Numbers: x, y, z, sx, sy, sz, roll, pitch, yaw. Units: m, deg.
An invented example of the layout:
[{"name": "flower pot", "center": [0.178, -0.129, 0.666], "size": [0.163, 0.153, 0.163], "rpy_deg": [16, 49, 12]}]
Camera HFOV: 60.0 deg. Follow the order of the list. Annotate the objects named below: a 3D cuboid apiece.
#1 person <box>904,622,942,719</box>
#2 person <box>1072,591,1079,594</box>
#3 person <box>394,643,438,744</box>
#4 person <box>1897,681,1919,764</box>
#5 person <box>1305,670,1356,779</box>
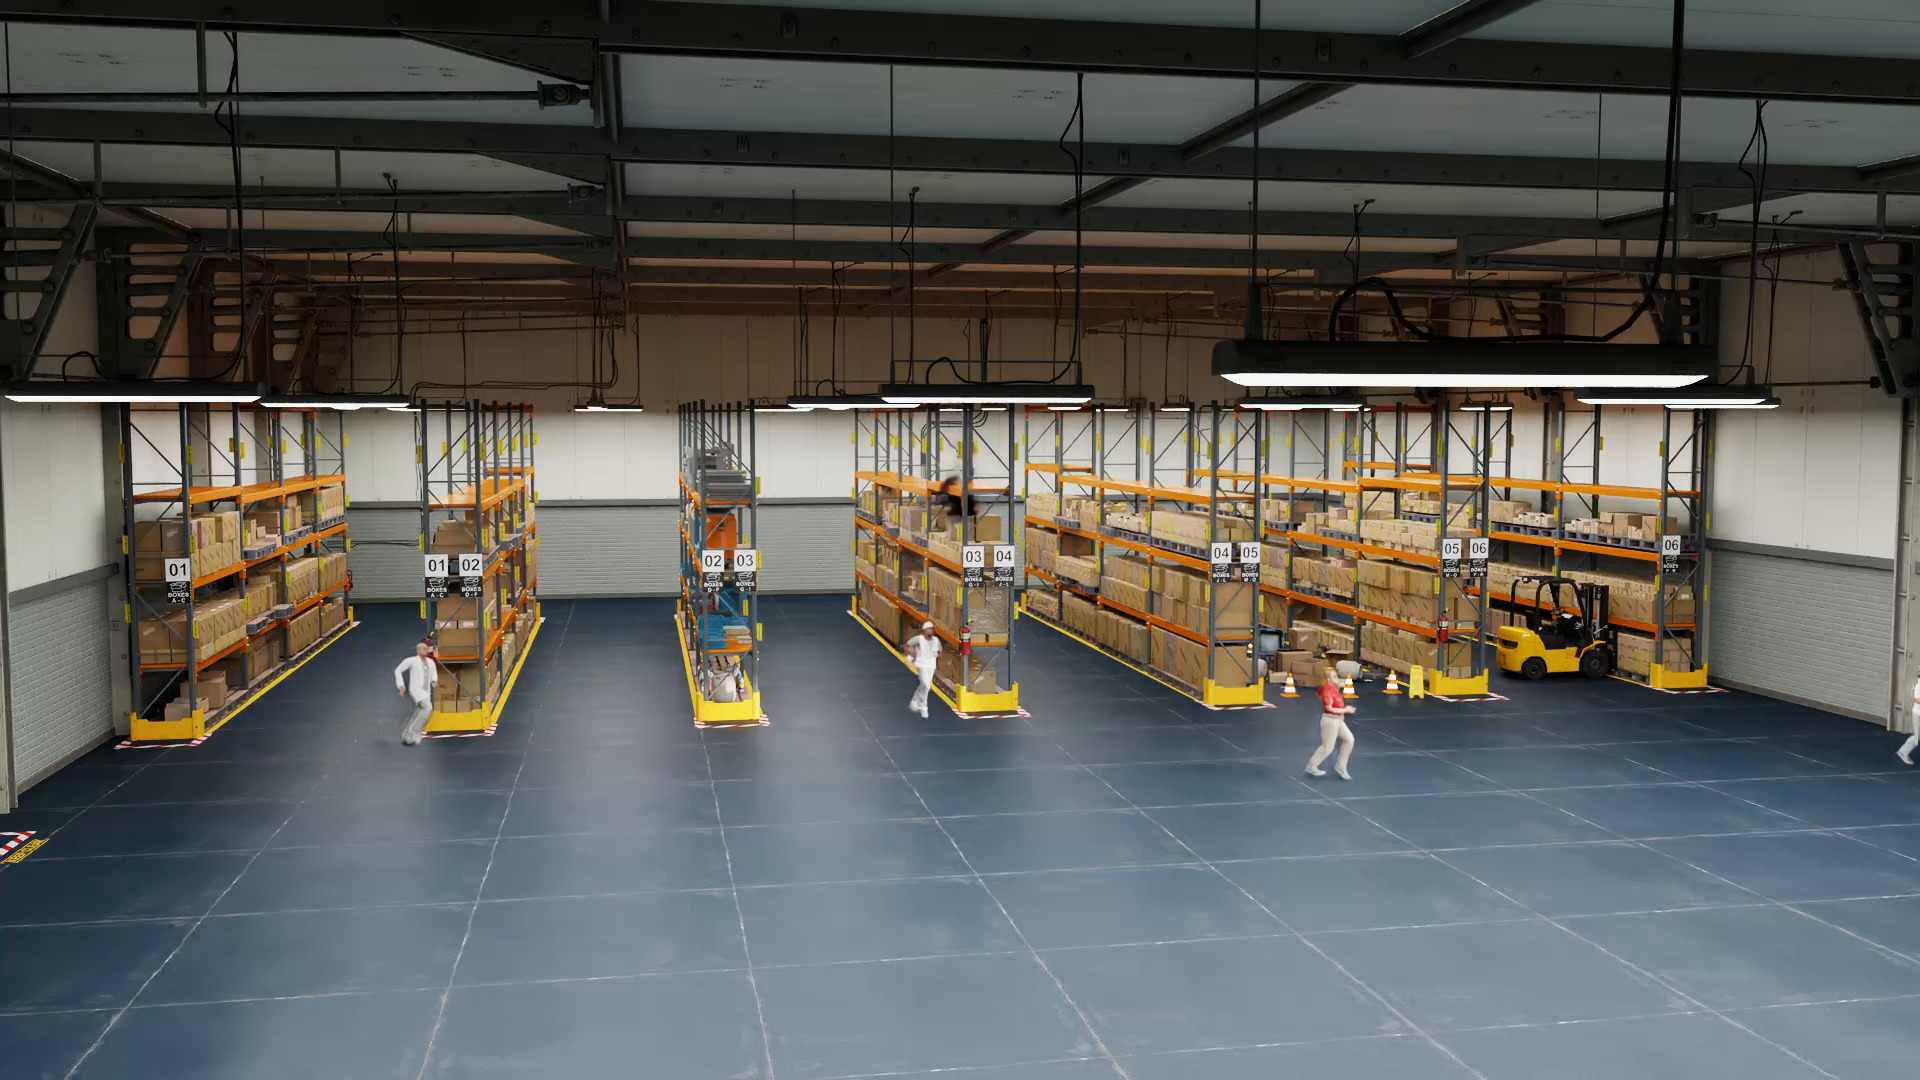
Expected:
[{"name": "person", "center": [-0.672, 2.463, 31.686], "size": [0.686, 1.824, 0.736], "rpy_deg": [-3, 6, -39]}, {"name": "person", "center": [3.388, 1.192, 49.617], "size": [0.550, 1.685, 0.717], "rpy_deg": [4, 6, 44]}, {"name": "person", "center": [-9.371, 2.661, 28.969], "size": [0.675, 1.712, 0.697], "rpy_deg": [2, 5, 28]}, {"name": "person", "center": [15.560, 2.855, 26.759], "size": [0.598, 1.690, 0.875], "rpy_deg": [-2, 5, -24]}, {"name": "person", "center": [5.849, 2.919, 26.177], "size": [0.767, 1.773, 0.670], "rpy_deg": [2, 5, 23]}]
